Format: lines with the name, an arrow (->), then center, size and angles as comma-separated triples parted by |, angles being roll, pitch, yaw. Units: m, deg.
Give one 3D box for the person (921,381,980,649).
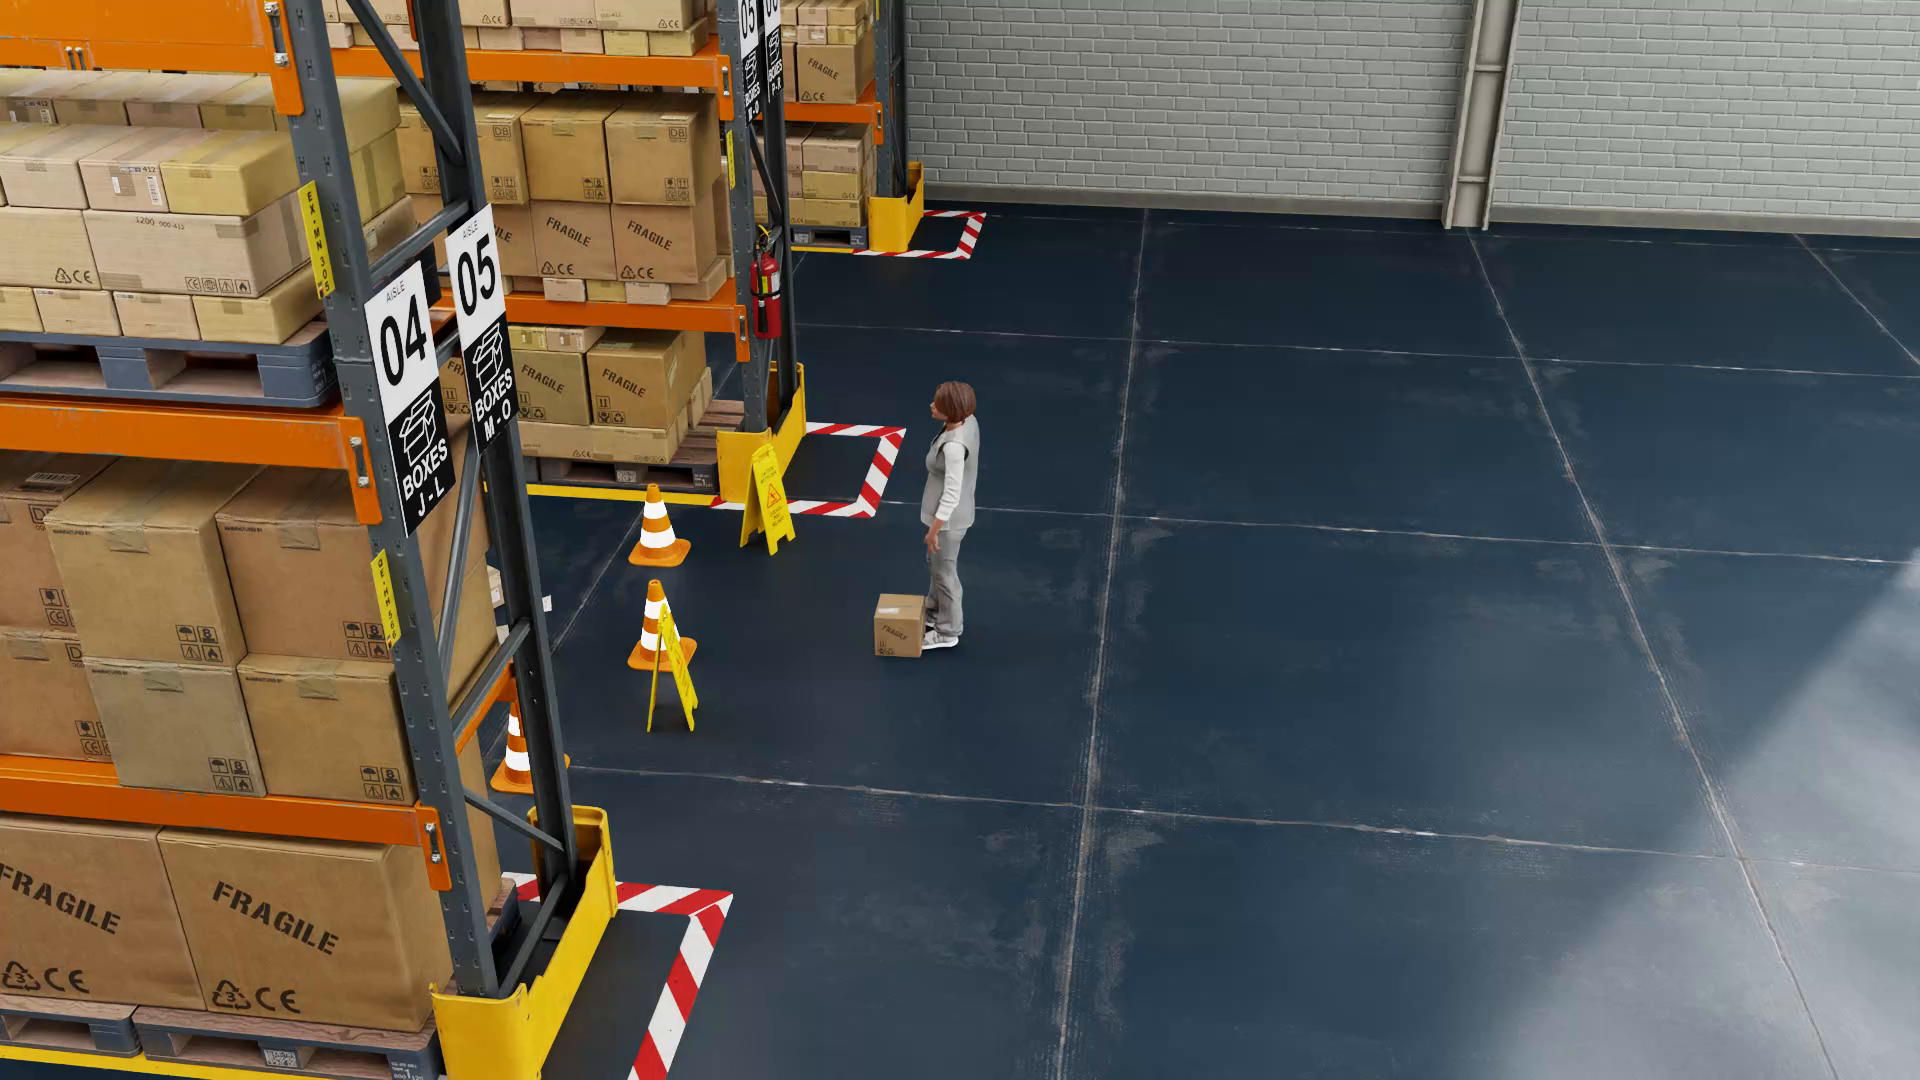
person -> -0.140, -0.131, 8.855 | 0.475, 1.596, 0.520 | 3, 29, 6
